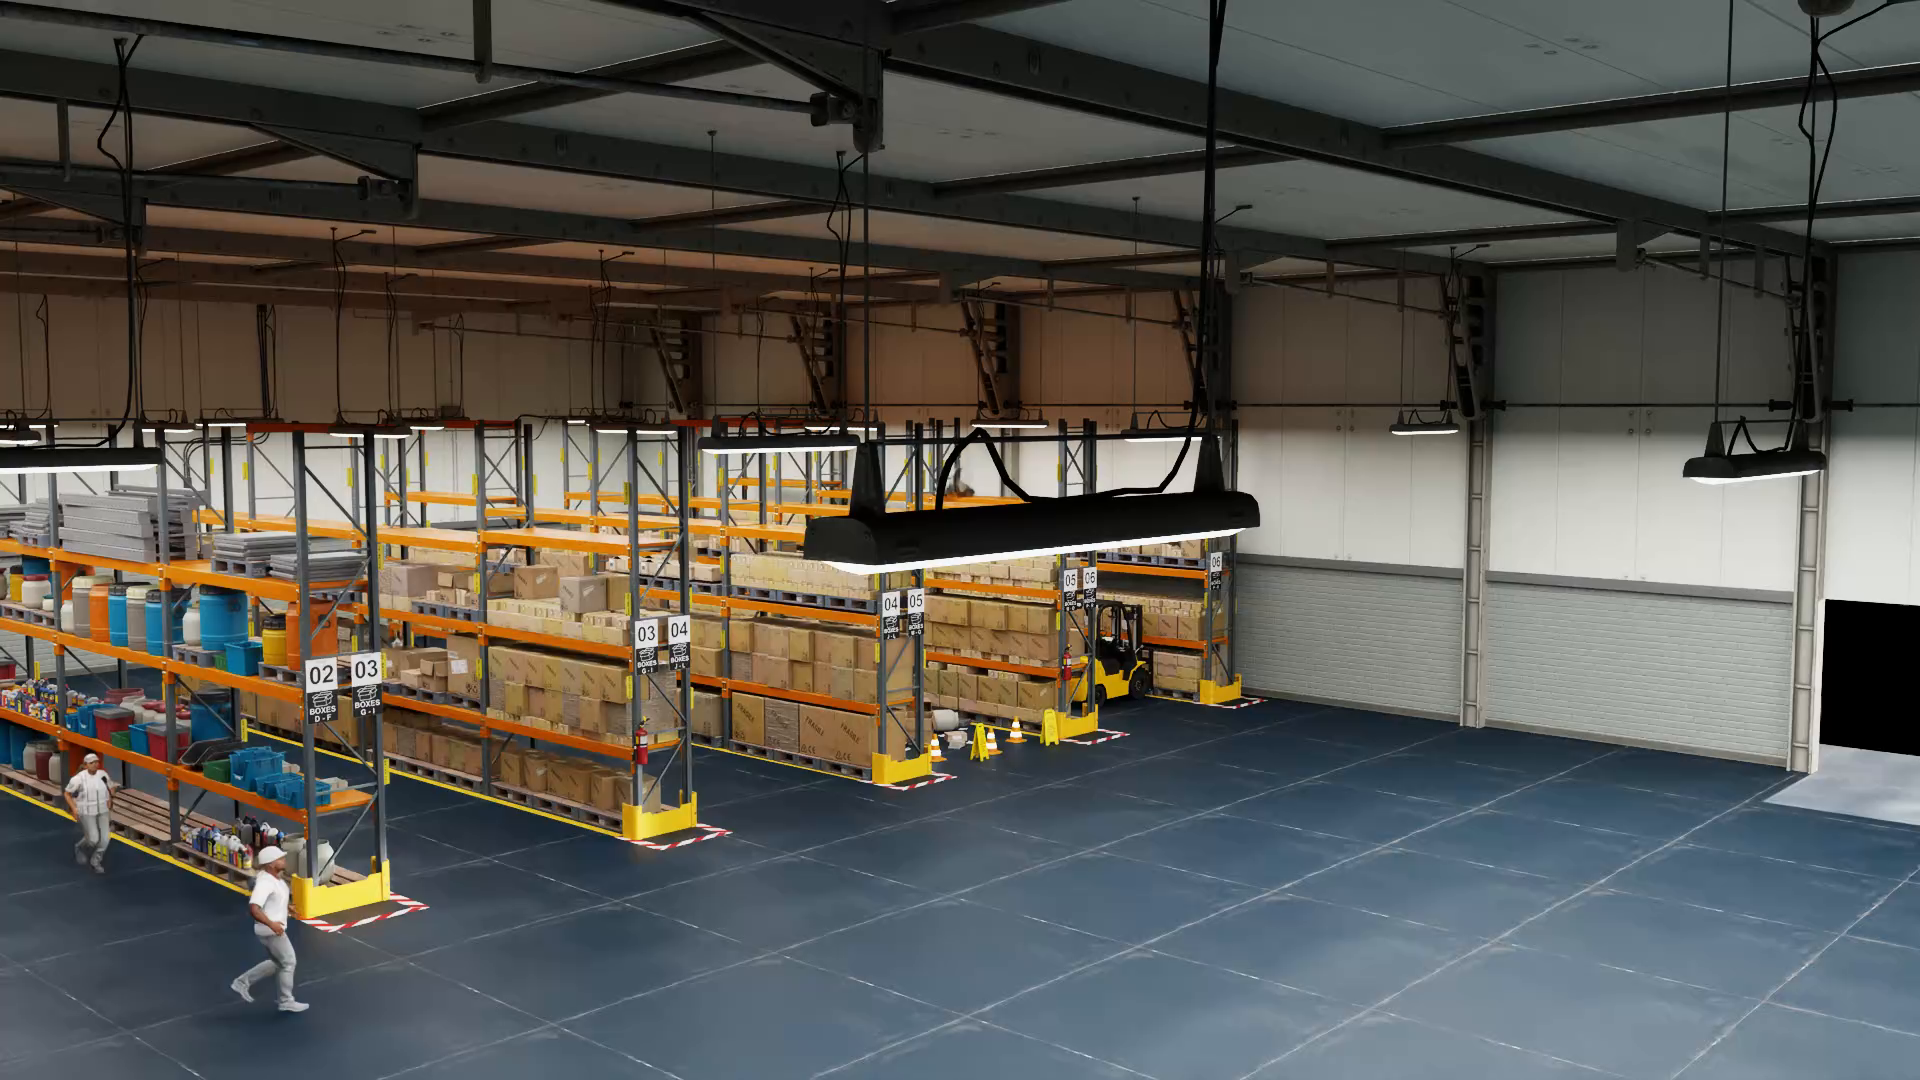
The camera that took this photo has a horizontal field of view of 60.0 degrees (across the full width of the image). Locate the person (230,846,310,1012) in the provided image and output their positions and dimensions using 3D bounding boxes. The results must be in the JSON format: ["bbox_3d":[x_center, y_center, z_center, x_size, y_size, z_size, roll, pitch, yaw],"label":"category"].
[{"bbox_3d":[-7.191,4.051,17.265,0.766,1.759,0.726,-2,5,-19],"label":"person"}]

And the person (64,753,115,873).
[{"bbox_3d":[-11.694,3.695,22.467,0.495,1.627,0.613,4,6,40],"label":"person"}]

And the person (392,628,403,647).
[{"bbox_3d":[-11.895,2.658,35.587,0.568,1.560,0.595,-4,6,-39],"label":"person"}]

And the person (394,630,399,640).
[{"bbox_3d":[-13.597,2.229,40.047,0.664,1.710,0.761,-1,5,-16],"label":"person"}]
